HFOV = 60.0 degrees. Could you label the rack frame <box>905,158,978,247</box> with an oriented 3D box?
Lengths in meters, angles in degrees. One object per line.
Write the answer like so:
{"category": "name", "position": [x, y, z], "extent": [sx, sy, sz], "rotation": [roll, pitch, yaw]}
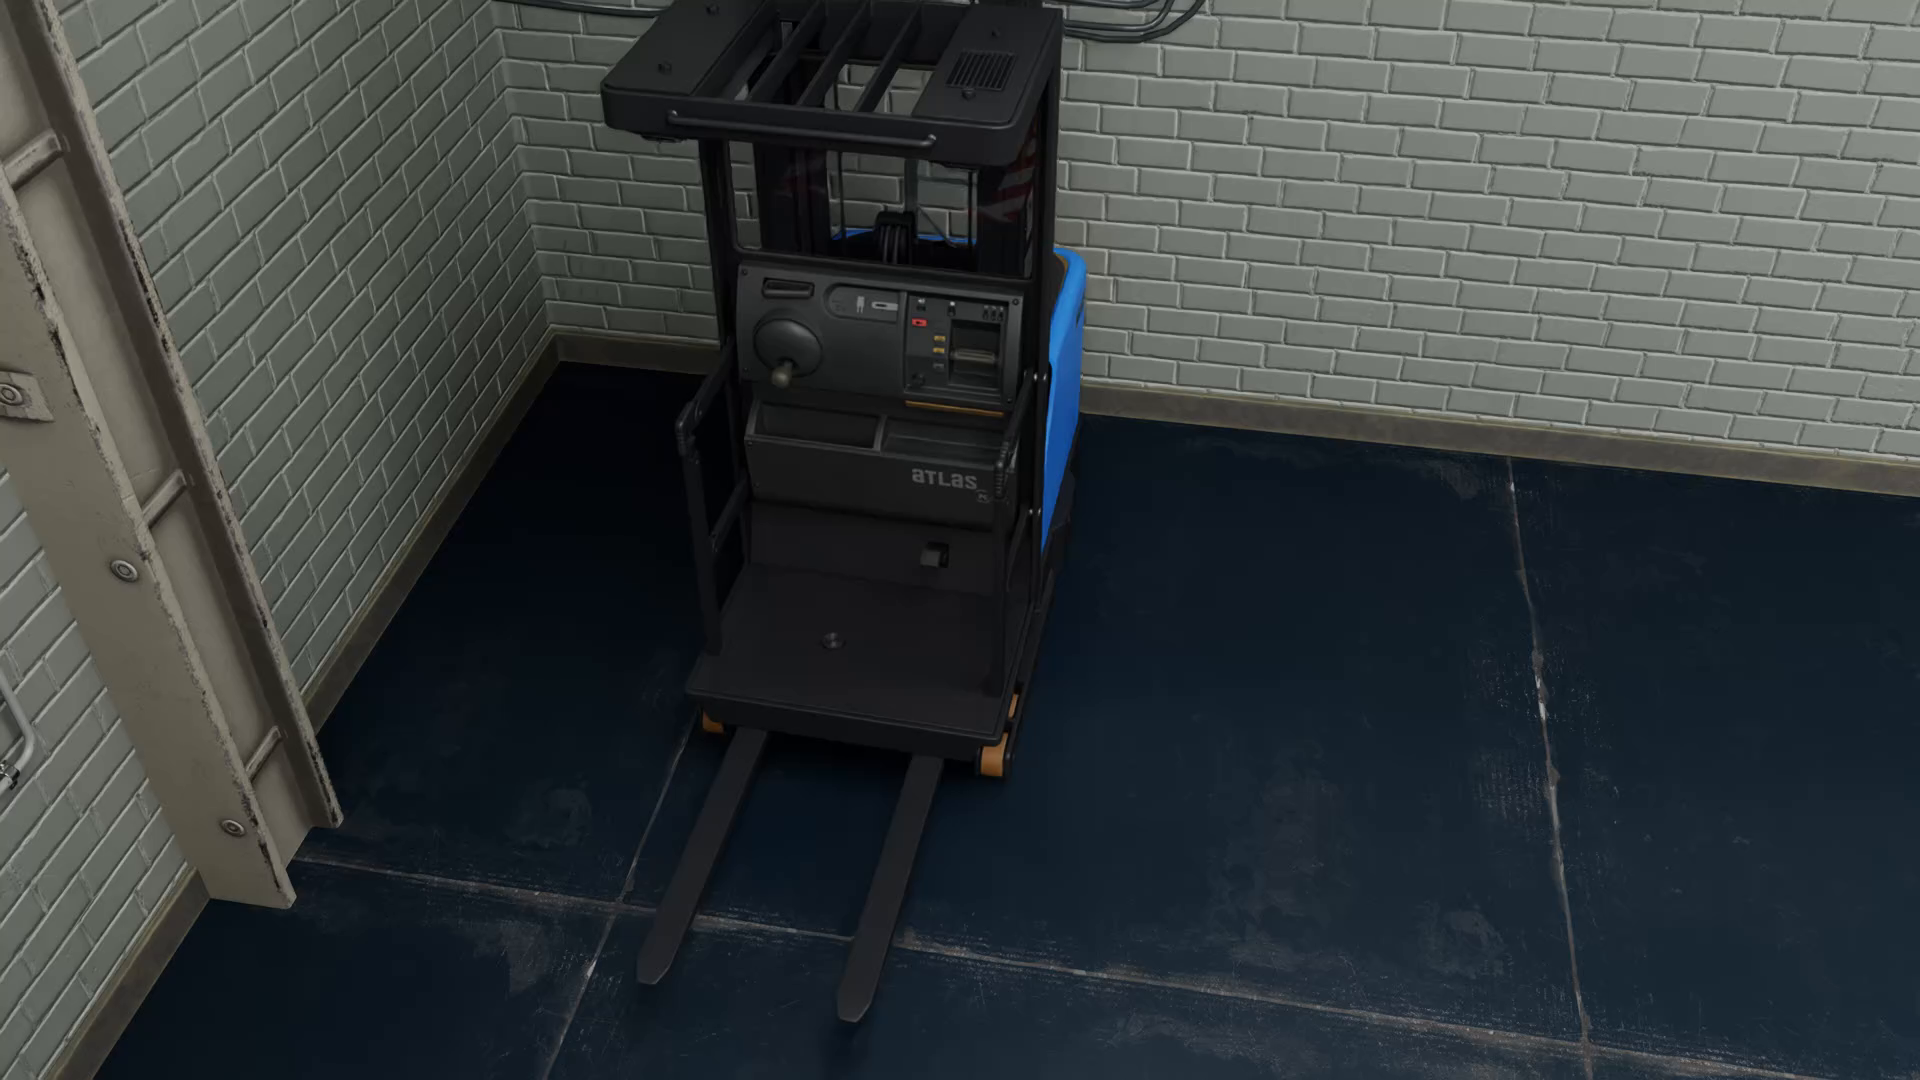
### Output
{"category": "rack frame", "position": [0.044, -0.758, 6.311], "extent": [0.500, 1.500, 0.032], "rotation": [8, 38, 9]}

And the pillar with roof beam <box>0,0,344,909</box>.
{"category": "pillar with roof beam", "position": [1.975, -1.953, 2.050], "extent": [9.100, 9.000, 0.400], "rotation": [6, 40, 8]}

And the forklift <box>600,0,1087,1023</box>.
{"category": "forklift", "position": [-0.305, -0.571, 5.141], "extent": [1.130, 2.935, 3.031], "rotation": [8, 40, 9]}

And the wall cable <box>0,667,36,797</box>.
{"category": "wall cable", "position": [-2.590, 0.375, 3.145], "extent": [0.084, 1.984, 1.851], "rotation": [6, 40, 8]}

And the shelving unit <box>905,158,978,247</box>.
{"category": "shelving unit", "position": [0.151, -1.062, 6.716], "extent": [0.587, 1.500, 1.083], "rotation": [8, 38, 9]}

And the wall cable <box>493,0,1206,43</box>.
{"category": "wall cable", "position": [-0.549, -2.951, 5.694], "extent": [3.097, 2.526, 0.112], "rotation": [6, 40, 8]}
